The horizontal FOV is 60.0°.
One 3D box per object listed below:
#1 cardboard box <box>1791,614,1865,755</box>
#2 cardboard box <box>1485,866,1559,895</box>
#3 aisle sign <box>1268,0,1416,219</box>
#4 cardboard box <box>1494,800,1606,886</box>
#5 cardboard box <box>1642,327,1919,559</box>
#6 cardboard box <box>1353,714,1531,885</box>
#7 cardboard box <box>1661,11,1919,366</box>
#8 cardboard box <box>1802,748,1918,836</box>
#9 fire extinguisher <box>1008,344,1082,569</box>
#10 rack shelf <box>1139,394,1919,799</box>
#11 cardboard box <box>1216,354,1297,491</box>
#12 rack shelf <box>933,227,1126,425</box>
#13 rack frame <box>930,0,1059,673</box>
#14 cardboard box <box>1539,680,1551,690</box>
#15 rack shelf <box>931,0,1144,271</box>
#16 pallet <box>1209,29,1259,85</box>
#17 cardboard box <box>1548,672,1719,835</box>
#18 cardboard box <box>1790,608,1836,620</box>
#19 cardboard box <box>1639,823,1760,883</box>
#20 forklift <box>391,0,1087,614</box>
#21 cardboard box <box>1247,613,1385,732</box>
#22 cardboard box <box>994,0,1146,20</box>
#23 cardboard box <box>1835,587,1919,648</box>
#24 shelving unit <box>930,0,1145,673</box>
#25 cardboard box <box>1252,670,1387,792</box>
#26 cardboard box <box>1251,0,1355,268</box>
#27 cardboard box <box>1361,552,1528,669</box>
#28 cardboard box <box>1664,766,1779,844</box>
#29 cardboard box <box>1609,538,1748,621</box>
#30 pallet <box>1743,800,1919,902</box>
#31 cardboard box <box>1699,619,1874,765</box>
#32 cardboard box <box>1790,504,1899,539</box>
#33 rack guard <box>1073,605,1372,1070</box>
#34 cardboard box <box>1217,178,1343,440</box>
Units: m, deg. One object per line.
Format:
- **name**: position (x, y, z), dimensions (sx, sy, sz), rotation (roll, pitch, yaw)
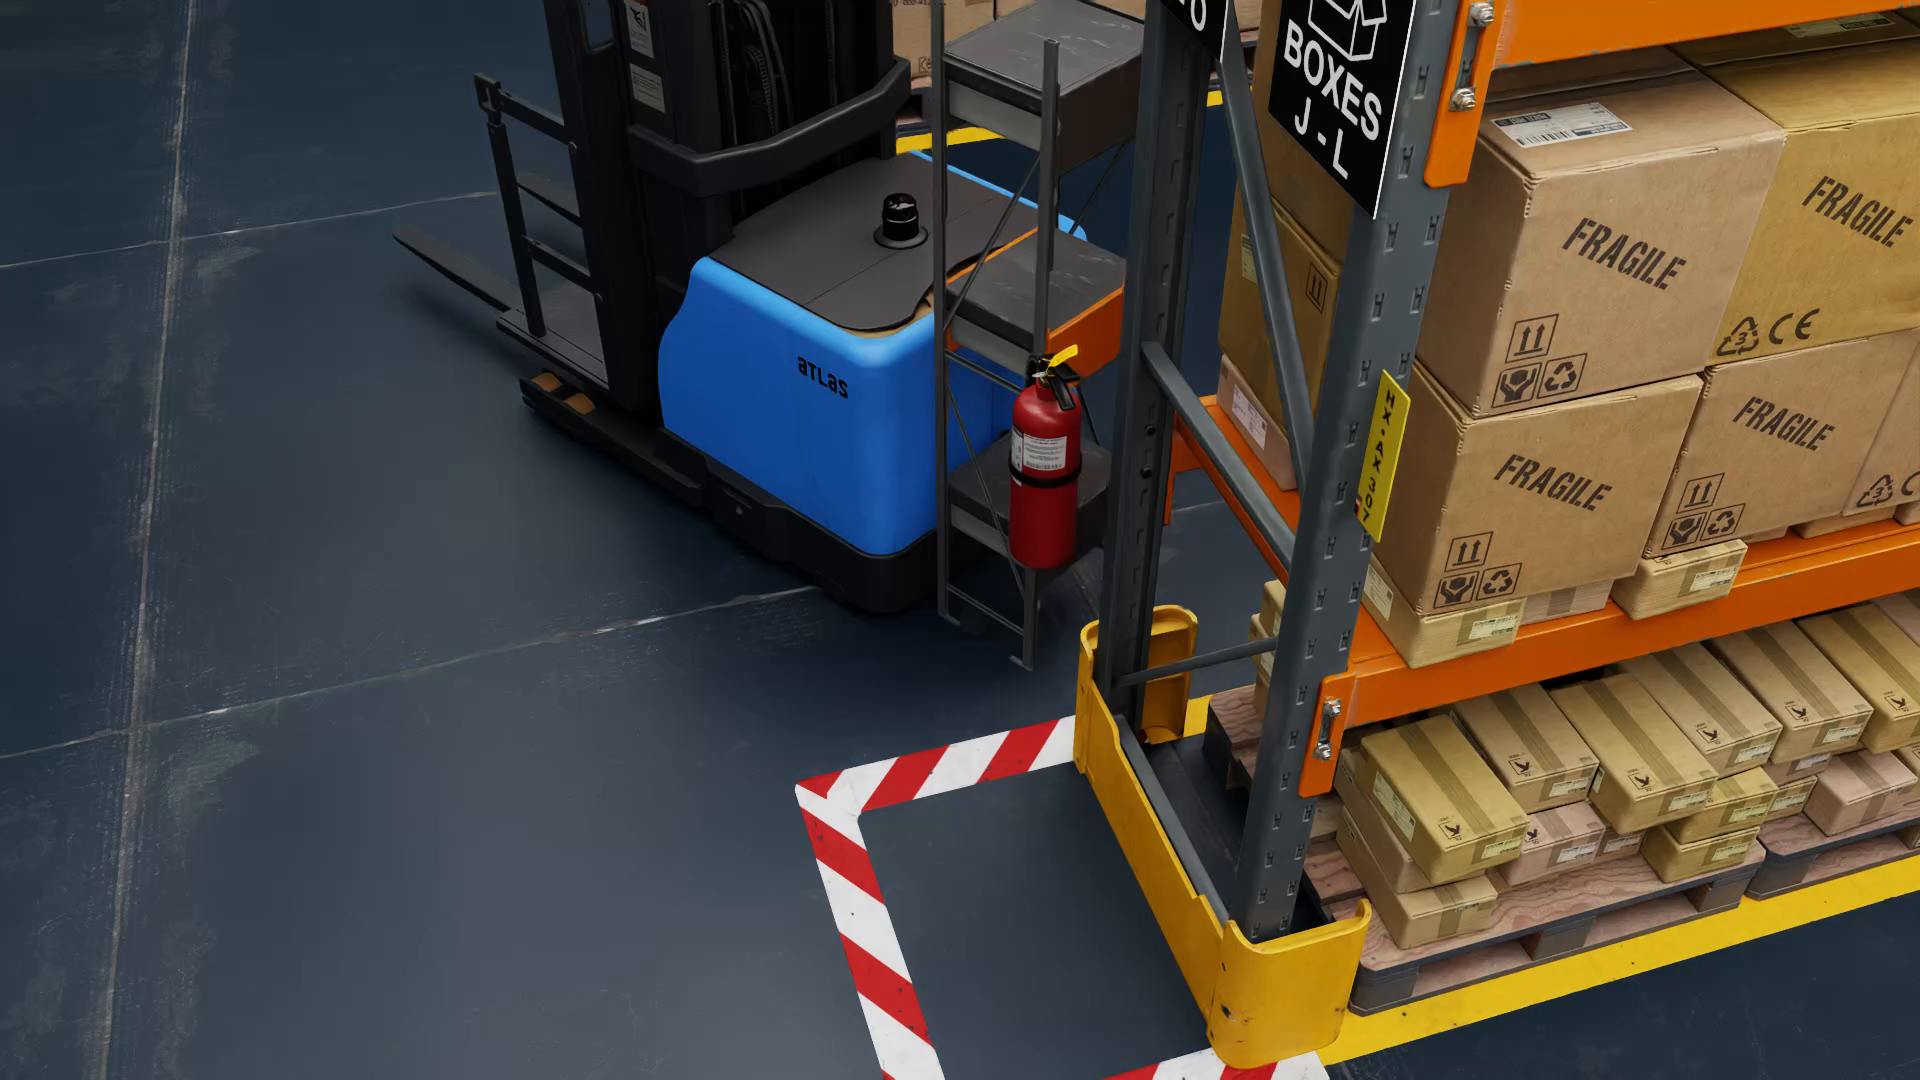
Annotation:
- **cardboard box**: position (2.400, 0.402, 4.632), dimensions (0.250, 0.149, 0.380), rotation (-10, 42, -11)
- **cardboard box**: position (1.411, 0.748, 4.462), dimensions (0.250, 0.149, 0.380), rotation (-12, 43, -13)
- **aisle sign**: position (0.610, -0.938, 2.568), dimensions (0.004, 0.787, 0.394), rotation (-12, 42, -13)
- **cardboard box**: position (1.445, 0.680, 4.313), dimensions (0.250, 0.149, 0.380), rotation (-12, 43, -13)
- **cardboard box**: position (1.604, -0.349, 3.567), dimensions (0.500, 0.500, 0.500), rotation (-12, 42, -13)
- **cardboard box**: position (1.191, 0.639, 4.134), dimensions (0.250, 0.149, 0.380), rotation (-14, 43, -15)
- **cardboard box**: position (1.577, -0.714, 3.226), dimensions (0.500, 0.500, 0.500), rotation (-11, 42, -12)
- **cardboard box**: position (2.401, 0.608, 4.622), dimensions (0.250, 0.149, 0.380), rotation (-14, 43, -15)
- **fire extinguisher**: position (0.211, -0.232, 4.078), dimensions (0.183, 0.674, 0.296), rotation (-12, 42, -13)
- **rack shelf**: position (2.497, -0.286, 4.345), dimensions (4.000, 0.370, 1.077), rotation (-12, 42, -13)
- **cardboard box**: position (0.816, -0.309, 4.015), dimensions (0.250, 0.149, 0.380), rotation (-12, 42, -13)
- **rack shelf**: position (0.244, -0.569, 4.826), dimensions (0.431, 0.518, 0.480), rotation (31, 50, 30)
- **rack frame**: position (0.080, -0.461, 4.681), dimensions (0.400, 2.100, 0.015), rotation (31, 50, 30)
- **cardboard box**: position (1.522, 0.406, 4.853), dimensions (0.250, 0.149, 0.380), rotation (-12, 43, -13)
- **rack shelf**: position (0.244, -1.096, 4.366), dimensions (0.431, 0.518, 0.480), rotation (31, 50, 30)
- **pallet**: position (0.907, -2.644, 8.616), dimensions (1.213, 0.211, 1.003), rotation (-12, 42, -13)
- **cardboard box**: position (1.697, 0.540, 4.248), dimensions (0.250, 0.149, 0.380), rotation (-12, 43, -13)
- **cardboard box**: position (2.508, 0.215, 5.072), dimensions (0.250, 0.149, 0.380), rotation (-11, 42, -12)
- **cardboard box**: position (1.922, 0.712, 4.502), dimensions (0.250, 0.149, 0.380), rotation (-11, 42, -13)
- **forklift**: position (-1.010, -1.708, 5.477), dimensions (3.031, 2.935, 1.130), rotation (31, 50, 30)
- **cardboard box**: position (1.007, 0.358, 4.682), dimensions (0.250, 0.149, 0.380), rotation (-13, 43, -14)
- **cardboard box**: position (0.476, -2.821, 8.327), dimensions (0.875, 0.438, 0.875), rotation (-11, 42, -12)
- **cardboard box**: position (2.652, 0.257, 4.572), dimensions (0.250, 0.149, 0.380), rotation (-12, 42, -13)
- **shelving unit**: position (0.244, -0.579, 4.817), dimensions (0.431, 2.100, 0.503), rotation (31, 50, 30)
- **cardboard box**: position (1.029, 0.518, 4.724), dimensions (0.250, 0.149, 0.380), rotation (-11, 42, -12)
- **cardboard box**: position (0.951, -0.935, 3.478), dimensions (0.500, 0.500, 0.500), rotation (-13, 43, -14)
- **cardboard box**: position (0.997, 0.074, 3.576), dimensions (0.250, 0.149, 0.380), rotation (-12, 43, -13)
- **cardboard box**: position (1.929, 0.594, 4.412), dimensions (0.250, 0.149, 0.380), rotation (-10, 42, -12)
- **cardboard box**: position (1.500, -0.022, 3.686), dimensions (0.250, 0.149, 0.380), rotation (-13, 43, -14)
- **pallet**: position (2.609, 0.496, 5.022), dimensions (1.213, 0.211, 1.003), rotation (-12, 42, -13)
- **cardboard box**: position (2.176, 0.390, 4.420), dimensions (0.250, 0.149, 0.380), rotation (-10, 42, -11)
- **cardboard box**: position (1.972, -0.197, 3.887), dimensions (0.250, 0.149, 0.380), rotation (-12, 43, -13)
- **rack guard**: position (0.662, 0.764, 4.495), dimensions (0.348, 0.500, 1.175), rotation (-12, 42, -13)
- **cardboard box**: position (0.941, -0.562, 3.811), dimensions (0.500, 0.500, 0.500), rotation (-11, 42, -12)
